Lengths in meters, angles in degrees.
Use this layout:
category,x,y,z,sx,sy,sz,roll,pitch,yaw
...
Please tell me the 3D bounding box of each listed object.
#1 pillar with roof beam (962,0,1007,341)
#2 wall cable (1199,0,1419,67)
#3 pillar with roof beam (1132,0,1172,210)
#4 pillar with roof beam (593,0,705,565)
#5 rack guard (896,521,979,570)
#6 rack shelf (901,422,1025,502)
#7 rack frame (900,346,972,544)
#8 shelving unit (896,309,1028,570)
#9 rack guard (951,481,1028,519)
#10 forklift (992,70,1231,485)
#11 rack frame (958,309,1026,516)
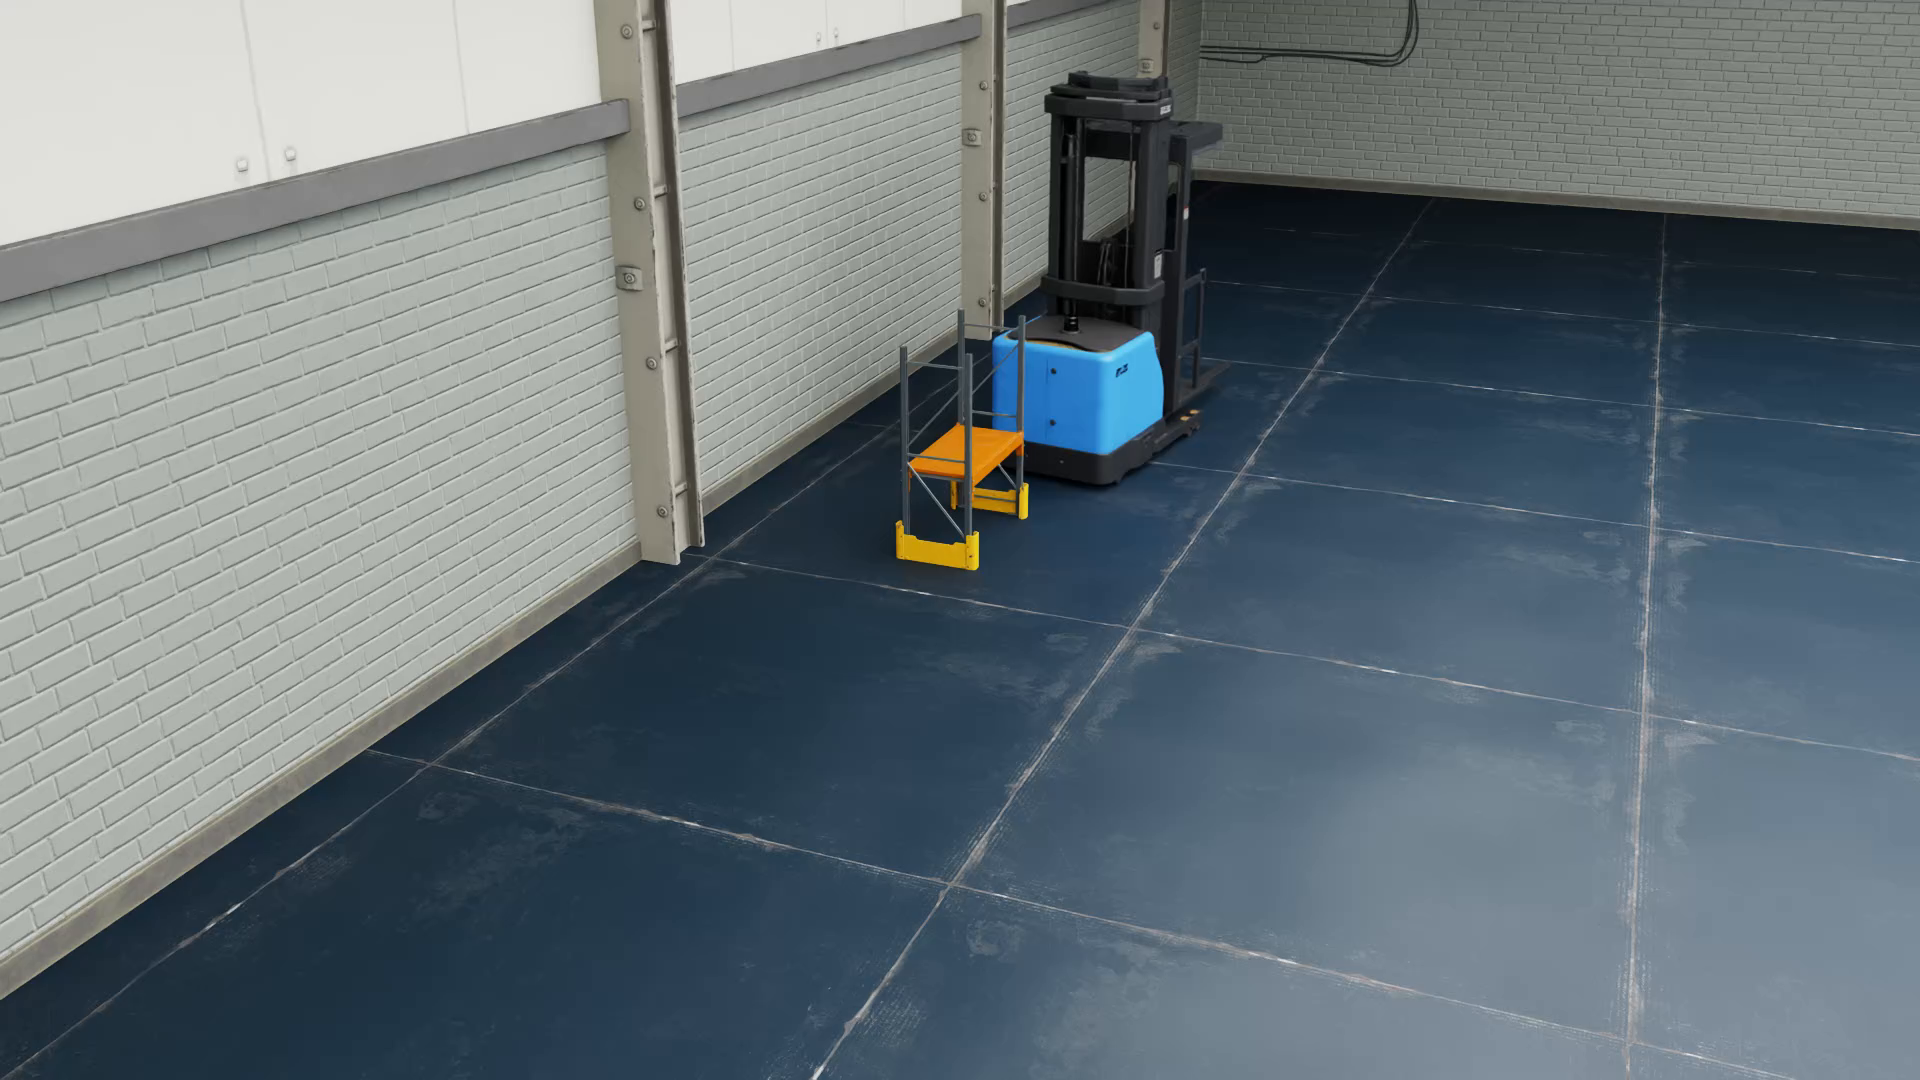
category,x,y,z,sx,sy,sz,roll,pitch,yaw
pillar with roof beam,4.222,-5.604,13.492,9.100,9.000,0.400,9,24,20
wall cable,4.775,-7.800,22.777,3.097,2.526,0.112,9,24,20
pillar with roof beam,6.450,-7.751,18.632,9.100,9.000,0.400,9,24,20
pillar with roof beam,1.993,-3.457,8.351,9.100,9.000,0.400,9,24,20
rack guard,-0.157,0.036,11.340,0.587,0.250,0.087,9,24,20
rack shelf,0.032,-0.557,11.603,0.538,0.185,1.000,9,24,20
rack frame,-0.157,-0.541,11.098,0.500,1.500,0.032,9,24,20
shelving unit,0.028,-0.719,11.526,0.587,1.500,1.083,9,24,20
rack guard,0.213,-0.321,12.194,0.587,0.250,0.087,9,24,20
forklift,1.400,-2.295,13.442,1.130,2.935,3.031,12,26,27
rack frame,0.221,-0.904,11.970,0.500,1.500,0.032,9,24,20
